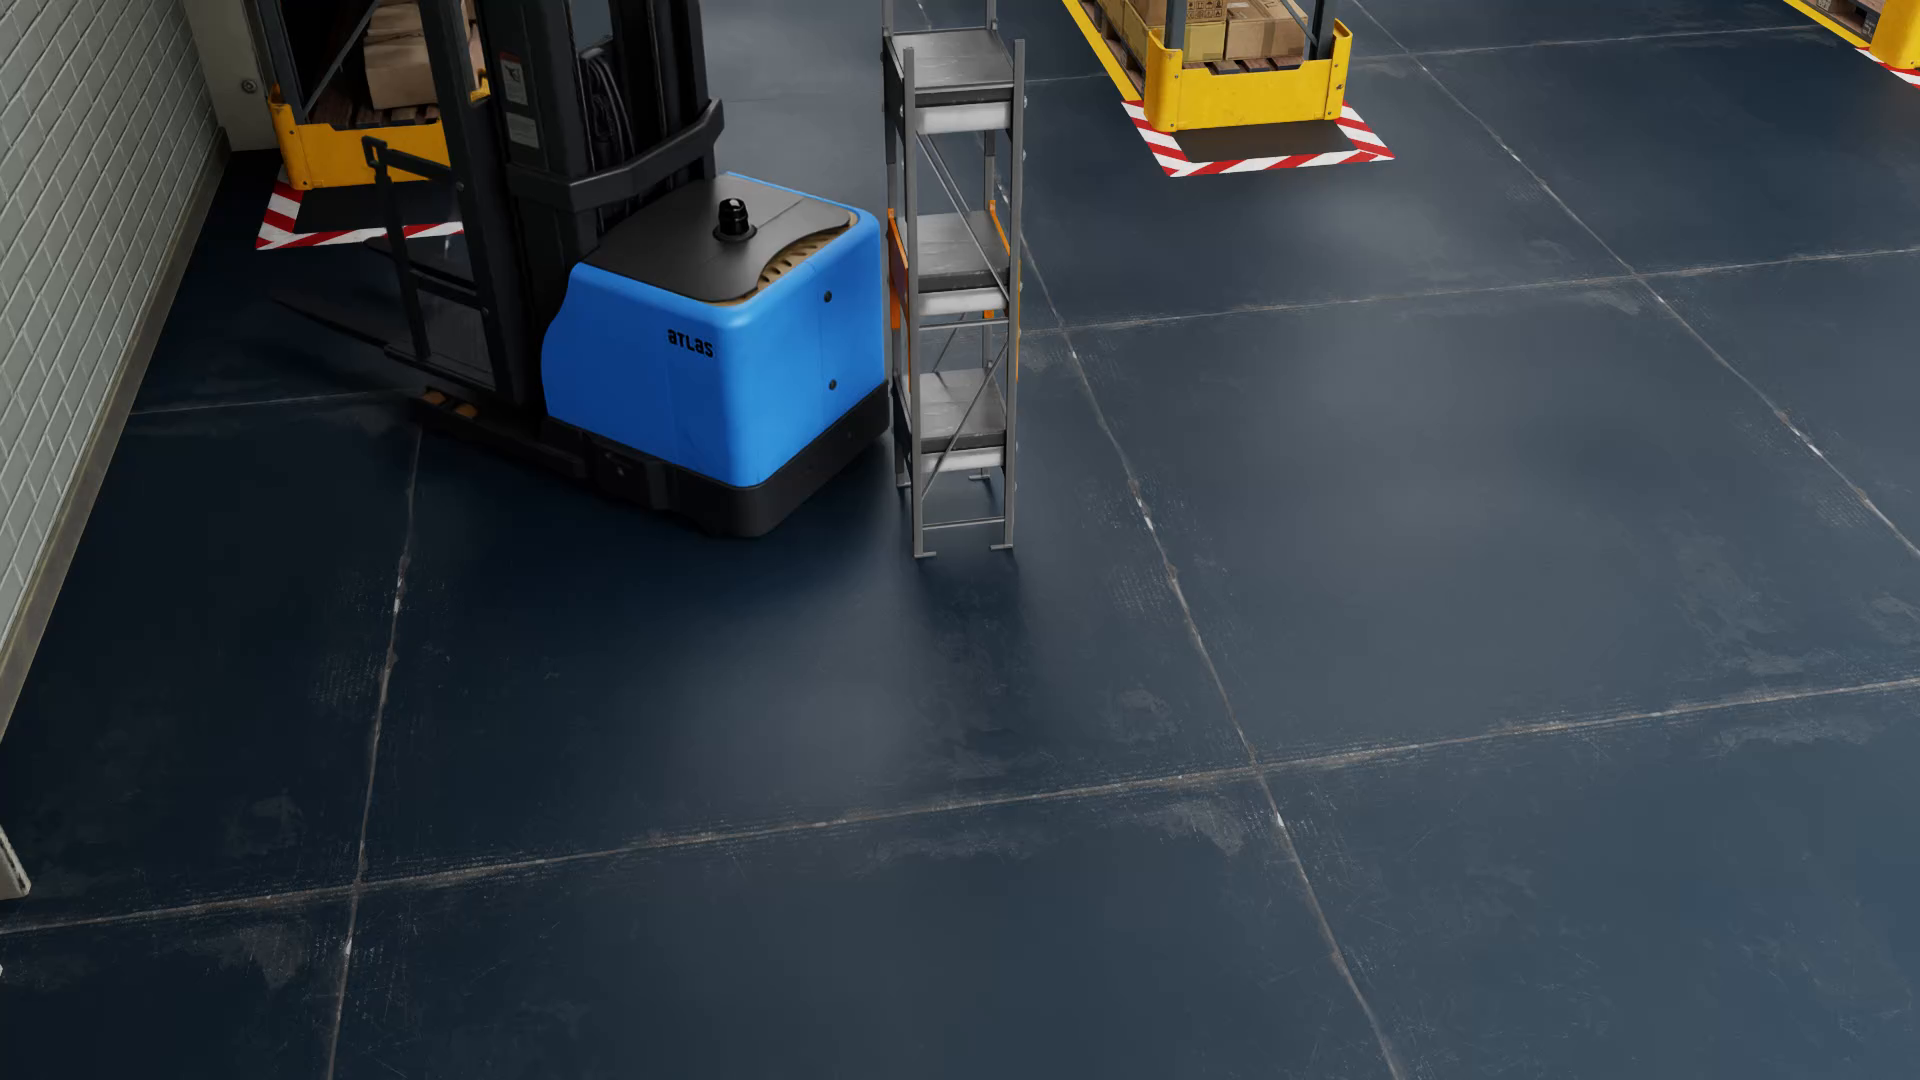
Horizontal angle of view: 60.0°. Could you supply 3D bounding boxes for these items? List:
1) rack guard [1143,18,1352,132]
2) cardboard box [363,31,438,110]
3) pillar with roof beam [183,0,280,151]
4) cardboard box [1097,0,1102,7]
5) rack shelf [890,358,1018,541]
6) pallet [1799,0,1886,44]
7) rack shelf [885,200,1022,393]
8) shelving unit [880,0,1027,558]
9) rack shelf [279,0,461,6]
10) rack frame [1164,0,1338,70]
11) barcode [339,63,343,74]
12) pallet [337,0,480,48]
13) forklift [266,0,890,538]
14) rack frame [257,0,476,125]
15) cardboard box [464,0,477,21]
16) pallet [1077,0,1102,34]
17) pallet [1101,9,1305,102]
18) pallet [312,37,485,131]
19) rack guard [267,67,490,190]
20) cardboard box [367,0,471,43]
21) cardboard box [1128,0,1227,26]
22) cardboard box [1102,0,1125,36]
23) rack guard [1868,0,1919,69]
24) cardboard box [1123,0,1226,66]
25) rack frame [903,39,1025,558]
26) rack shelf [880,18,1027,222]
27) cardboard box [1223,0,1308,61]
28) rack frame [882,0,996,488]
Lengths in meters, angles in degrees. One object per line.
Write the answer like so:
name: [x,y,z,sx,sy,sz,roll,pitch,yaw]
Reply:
rack guard: [1.706,-2.778,9.919,1.175,0.500,0.348,-6,38,-8]
cardboard box: [-3.207,-2.785,9.722,0.500,0.311,0.500,-10,39,-13]
pillar with roof beam: [0.090,-6.407,7.662,9.100,9.000,0.400,-6,38,-8]
cardboard box: [1.128,-3.755,11.037,0.500,0.250,0.500,-6,38,-8]
rack shelf: [-0.029,-0.366,6.672,0.431,0.518,0.480,-6,38,-8]
pallet: [6.383,-3.741,11.394,1.003,0.211,1.213,-6,38,-8]
rack shelf: [-0.029,-0.918,6.243,0.431,0.518,0.480,-6,38,-8]
shelving unit: [-0.029,-0.929,6.235,0.431,2.100,0.503,-6,38,-8]
rack shelf: [-3.525,-4.169,10.258,1.077,0.370,4.000,-6,38,-8]
rack frame: [1.702,-3.780,9.171,1.000,3.000,0.127,-6,38,-8]
barcode: [-3.604,-2.756,9.678,0.001,0.075,0.075,-6,38,-8]
pallet: [-3.506,-3.420,10.980,1.003,0.211,1.213,-6,38,-8]
forklift: [-1.834,-1.843,6.733,3.031,2.935,1.130,20,42,24]
rack frame: [-3.174,-3.245,8.482,1.000,3.000,0.127,-6,38,-8]
cardboard box: [-3.386,-3.652,10.685,0.700,0.500,0.500,-9,39,-11]
pallet: [1.316,-3.872,11.561,1.003,0.211,1.213,-6,38,-8]
pallet: [1.527,-3.136,10.615,1.003,0.211,1.213,-6,38,-8]
pallet: [-3.295,-2.684,10.033,1.003,0.211,1.213,-6,38,-8]
rack guard: [-3.187,-2.304,9.308,1.175,0.500,0.348,-6,38,-8]
cardboard box: [-3.307,-3.129,10.165,0.500,0.311,0.500,-3,38,-4]
cardboard box: [1.315,-3.448,10.031,0.500,0.500,0.500,-6,38,-8]
cardboard box: [1.218,-3.453,10.648,0.500,0.250,0.500,-6,38,-8]
rack guard: [6.520,-3.364,10.673,1.175,0.500,0.348,-6,38,-8]
cardboard box: [1.317,-3.152,10.261,0.500,0.250,0.500,-6,38,-8]
rack frame: [0.014,-0.782,6.045,0.400,2.100,0.015,-6,38,-8]
rack shelf: [-0.029,-1.471,5.813,0.431,0.518,0.480,-6,38,-8]
cardboard box: [1.827,-3.208,10.333,0.500,0.250,0.500,-6,38,-8]
rack frame: [-0.072,-1.077,6.424,0.400,2.100,0.015,-6,38,-8]
